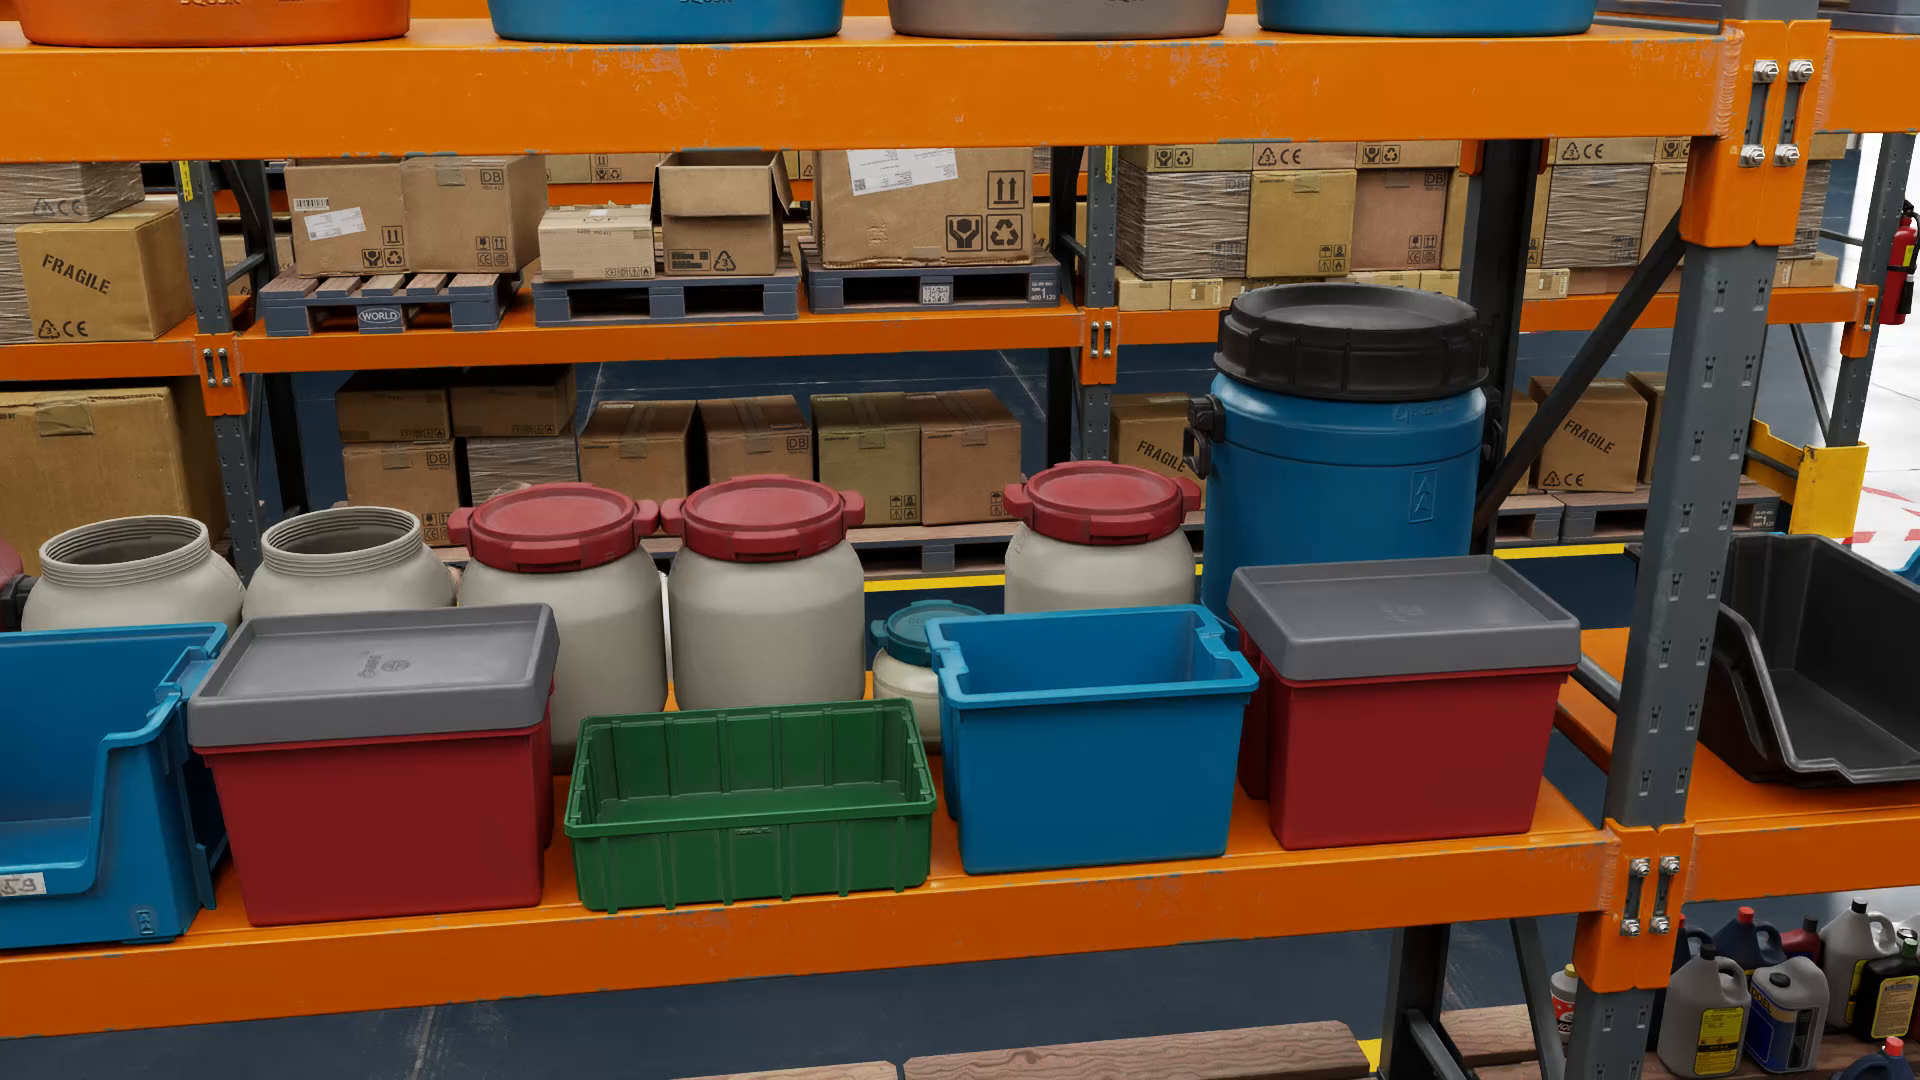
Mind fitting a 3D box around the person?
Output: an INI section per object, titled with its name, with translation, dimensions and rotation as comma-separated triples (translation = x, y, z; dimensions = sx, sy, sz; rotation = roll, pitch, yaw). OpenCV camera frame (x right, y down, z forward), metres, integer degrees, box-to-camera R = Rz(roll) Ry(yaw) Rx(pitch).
[person]
translation = -1.232, 0.598, 5.337
dimensions = 0.934, 1.162, 0.583
rotation = -4, 20, -10
